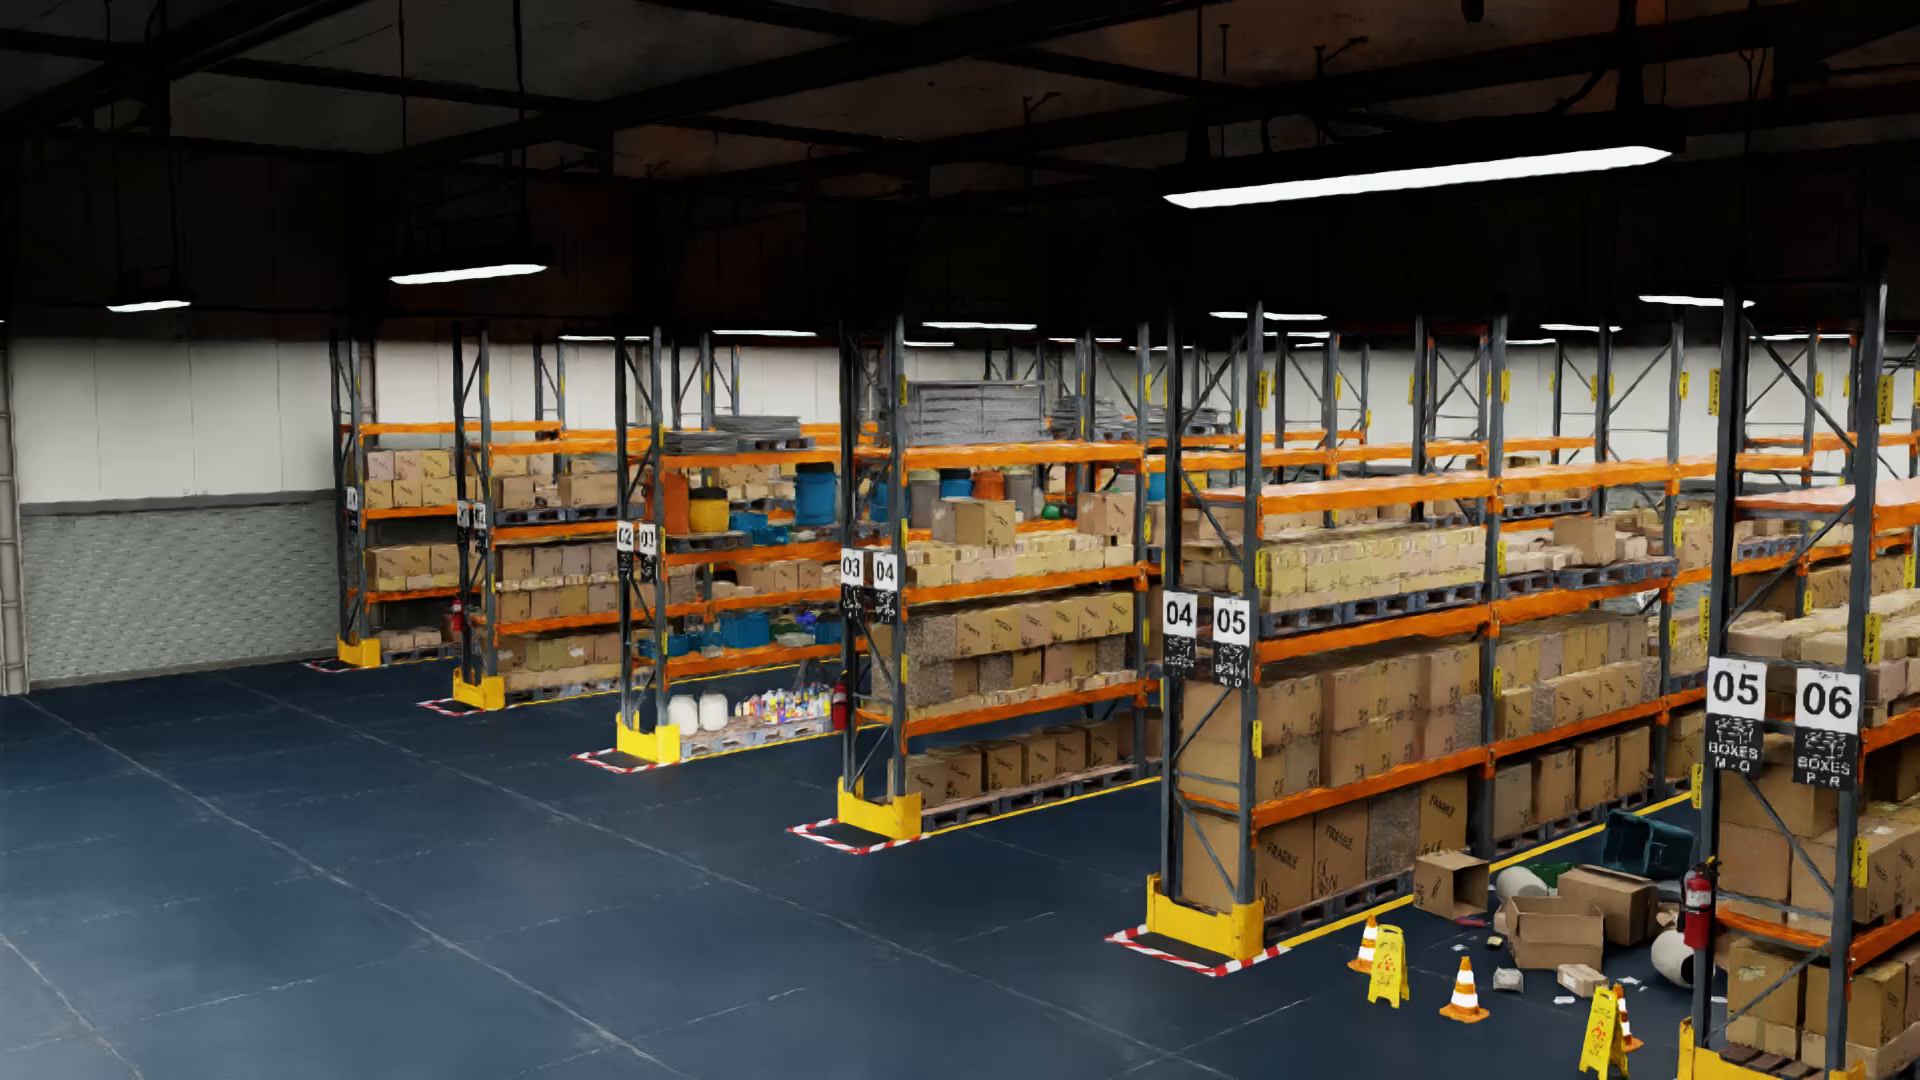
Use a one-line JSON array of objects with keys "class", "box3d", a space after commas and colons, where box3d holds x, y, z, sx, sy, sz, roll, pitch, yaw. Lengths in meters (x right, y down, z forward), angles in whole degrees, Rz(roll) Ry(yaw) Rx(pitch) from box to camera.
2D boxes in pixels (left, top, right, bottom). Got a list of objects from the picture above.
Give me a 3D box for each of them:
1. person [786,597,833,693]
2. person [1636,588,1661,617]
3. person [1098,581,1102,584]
[{"class": "person", "box3d": [-2.491, 1.701, 26.973, 1.088, 1.574, 0.447, -5, 7, -39]}, {"class": "person", "box3d": [12.916, 1.307, 30.910, 0.640, 1.613, 0.771, 3, 6, 28]}, {"class": "person", "box3d": [3.298, 0.442, 39.035, 1.123, 1.709, 0.553, -5, 7, -39]}]
